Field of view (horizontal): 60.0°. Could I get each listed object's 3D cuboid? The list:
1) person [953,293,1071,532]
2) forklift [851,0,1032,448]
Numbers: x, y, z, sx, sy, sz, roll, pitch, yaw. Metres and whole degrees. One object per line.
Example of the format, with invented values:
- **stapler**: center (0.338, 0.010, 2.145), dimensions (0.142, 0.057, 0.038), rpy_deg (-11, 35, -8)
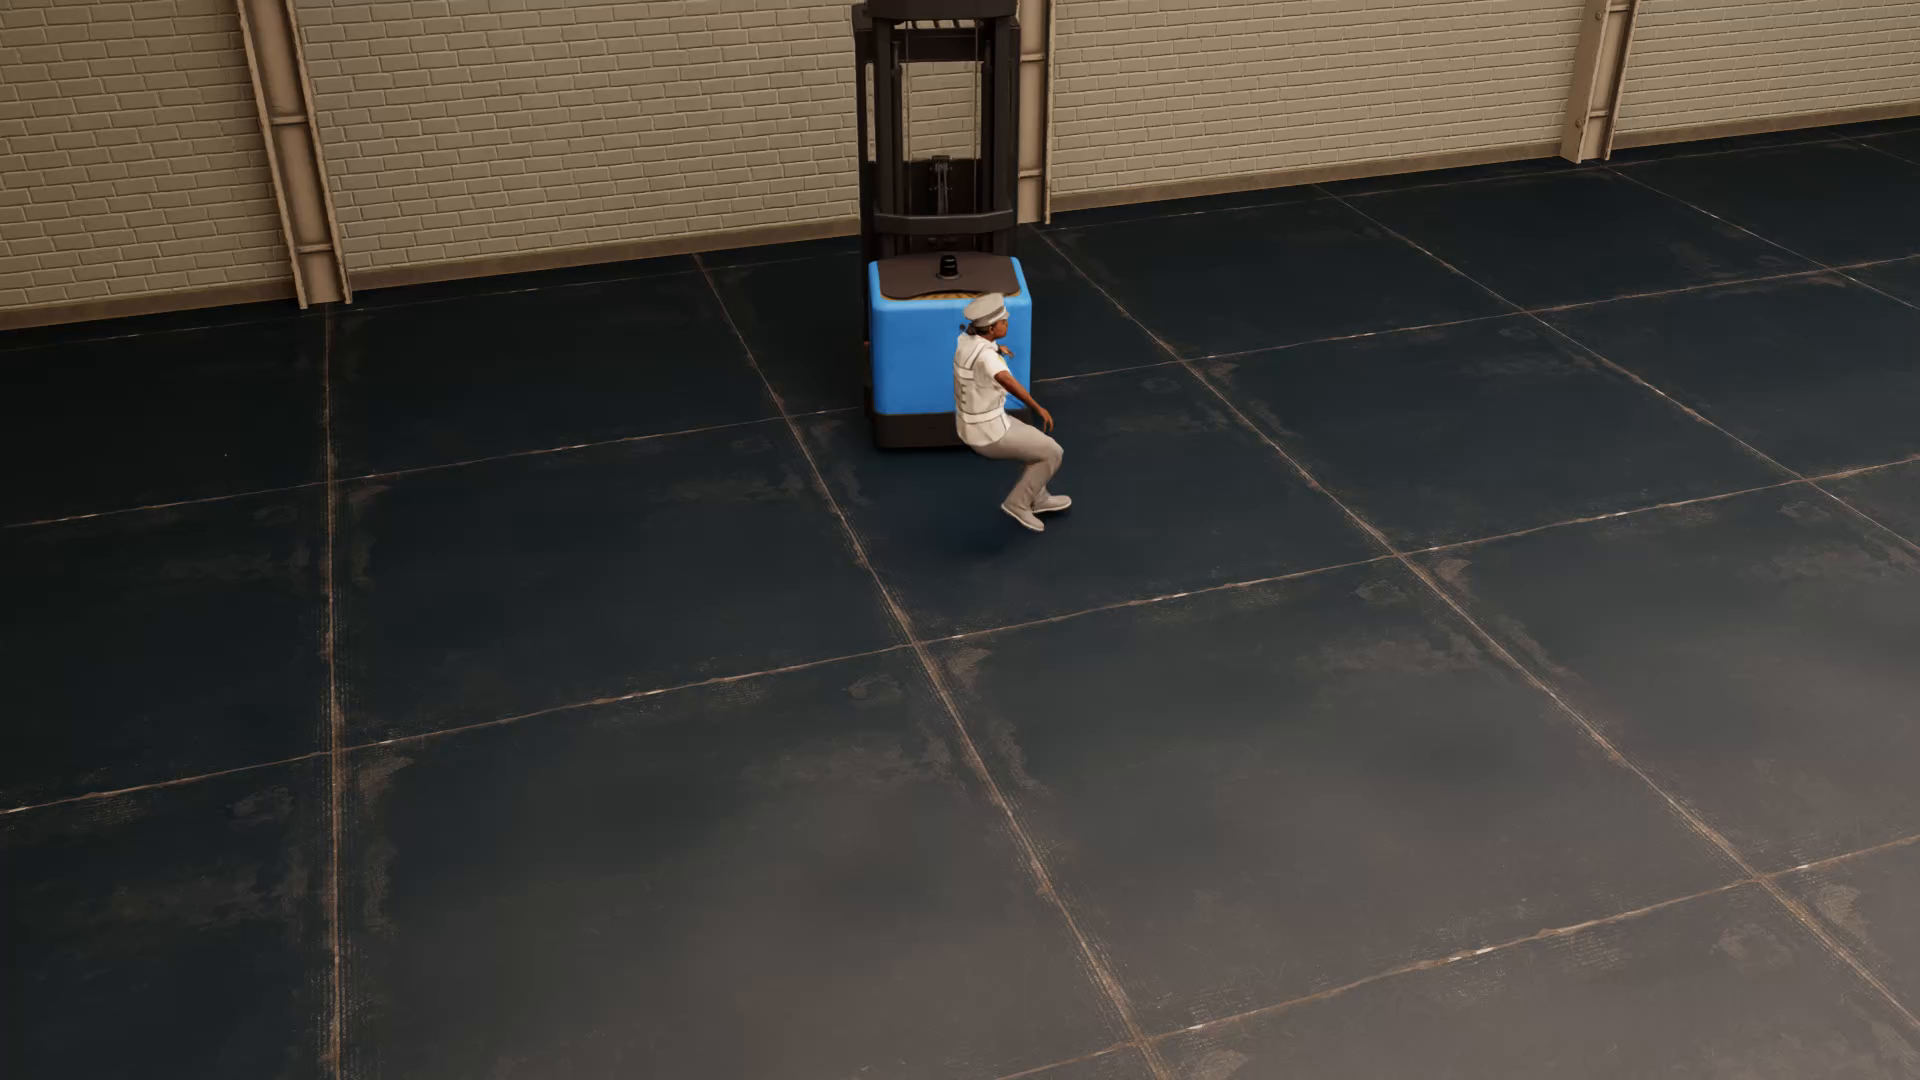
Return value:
- **person**: center (0.346, -0.748, 9.741), dimensions (0.783, 1.490, 1.073), rpy_deg (-9, 31, -15)
- **forklift**: center (-0.167, -2.583, 11.576), dimensions (1.130, 2.935, 3.031), rpy_deg (-2, 30, -4)
